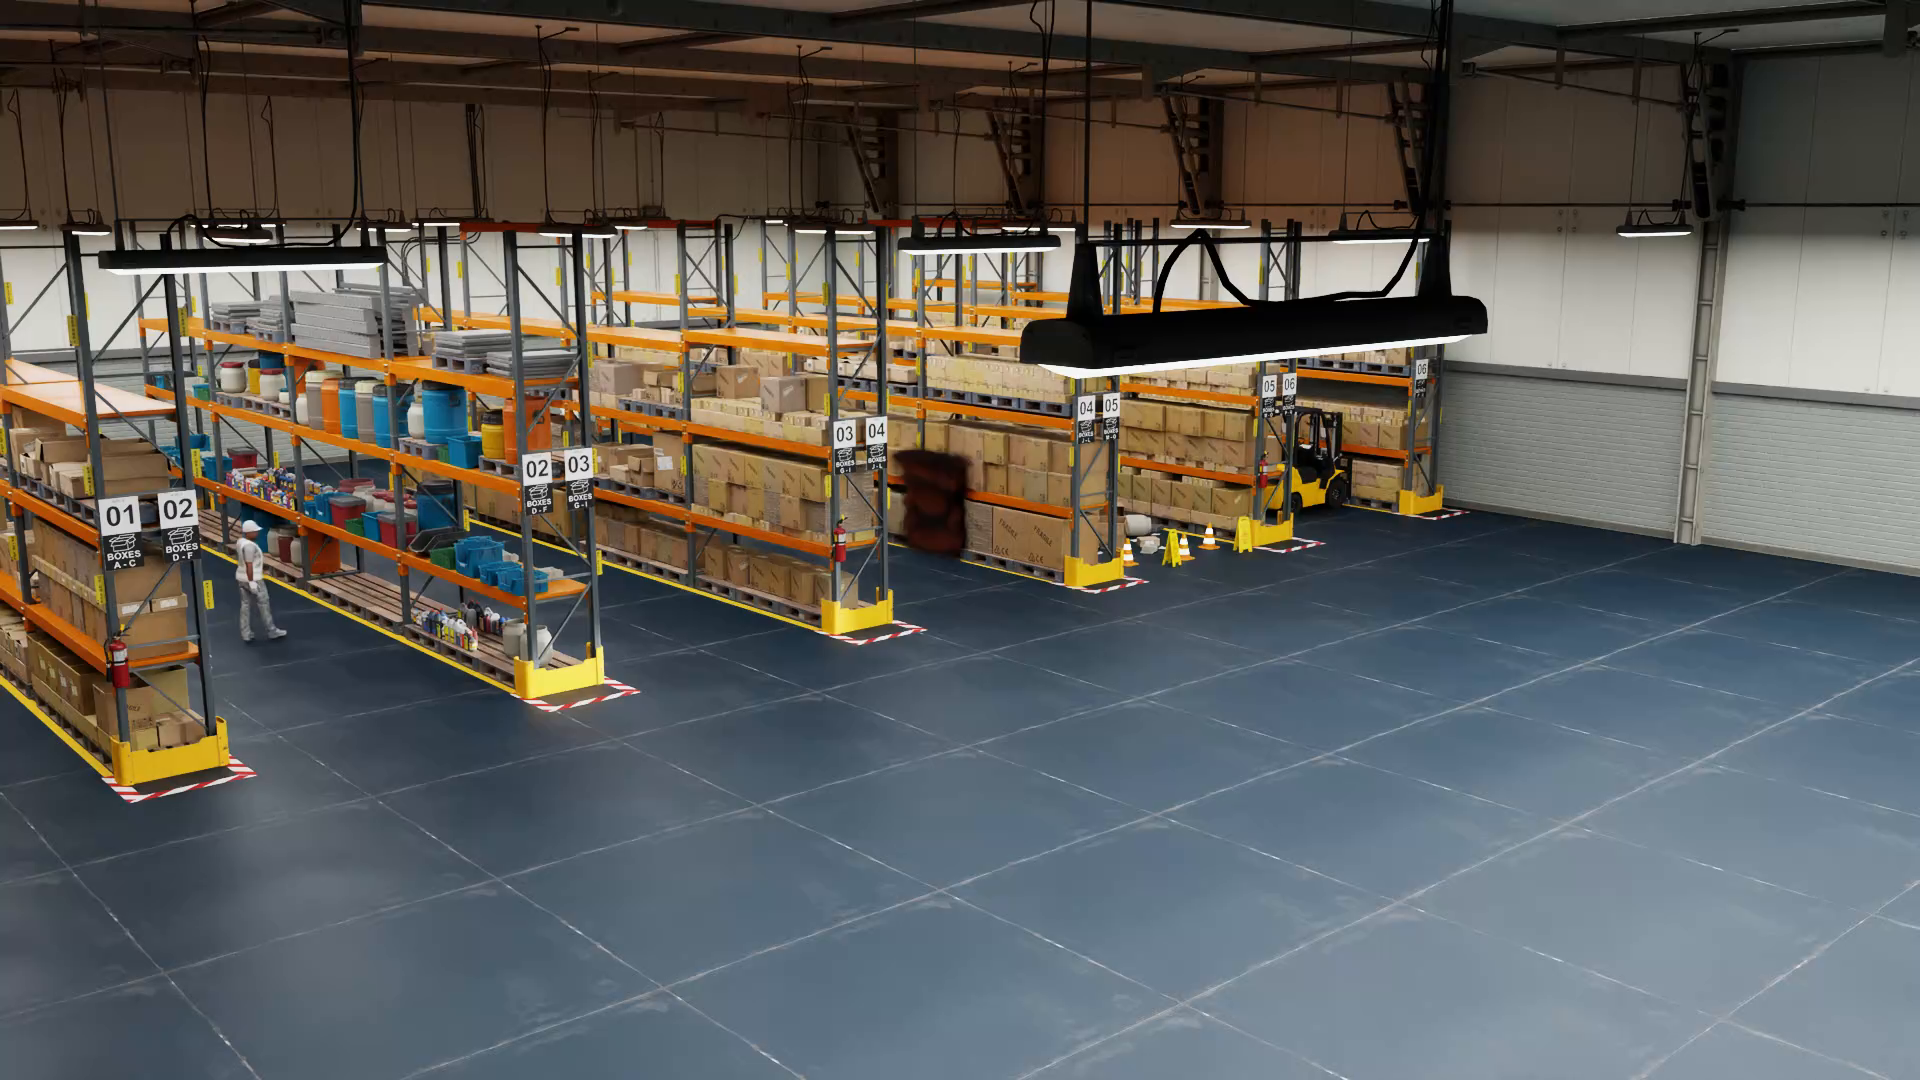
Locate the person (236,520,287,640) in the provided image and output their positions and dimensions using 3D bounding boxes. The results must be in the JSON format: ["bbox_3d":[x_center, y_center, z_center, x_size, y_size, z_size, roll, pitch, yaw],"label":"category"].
[{"bbox_3d":[-10.363,0.569,24.525,0.576,1.777,0.601,9,14,37],"label":"person"}]

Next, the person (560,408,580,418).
[{"bbox_3d":[-9.718,-2.813,41.312,0.740,1.746,0.533,2,12,10],"label":"person"}]

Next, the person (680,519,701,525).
[{"bbox_3d":[-5.377,-1.112,33.240,0.475,1.603,1.023,-7,13,-32],"label":"person"}]
